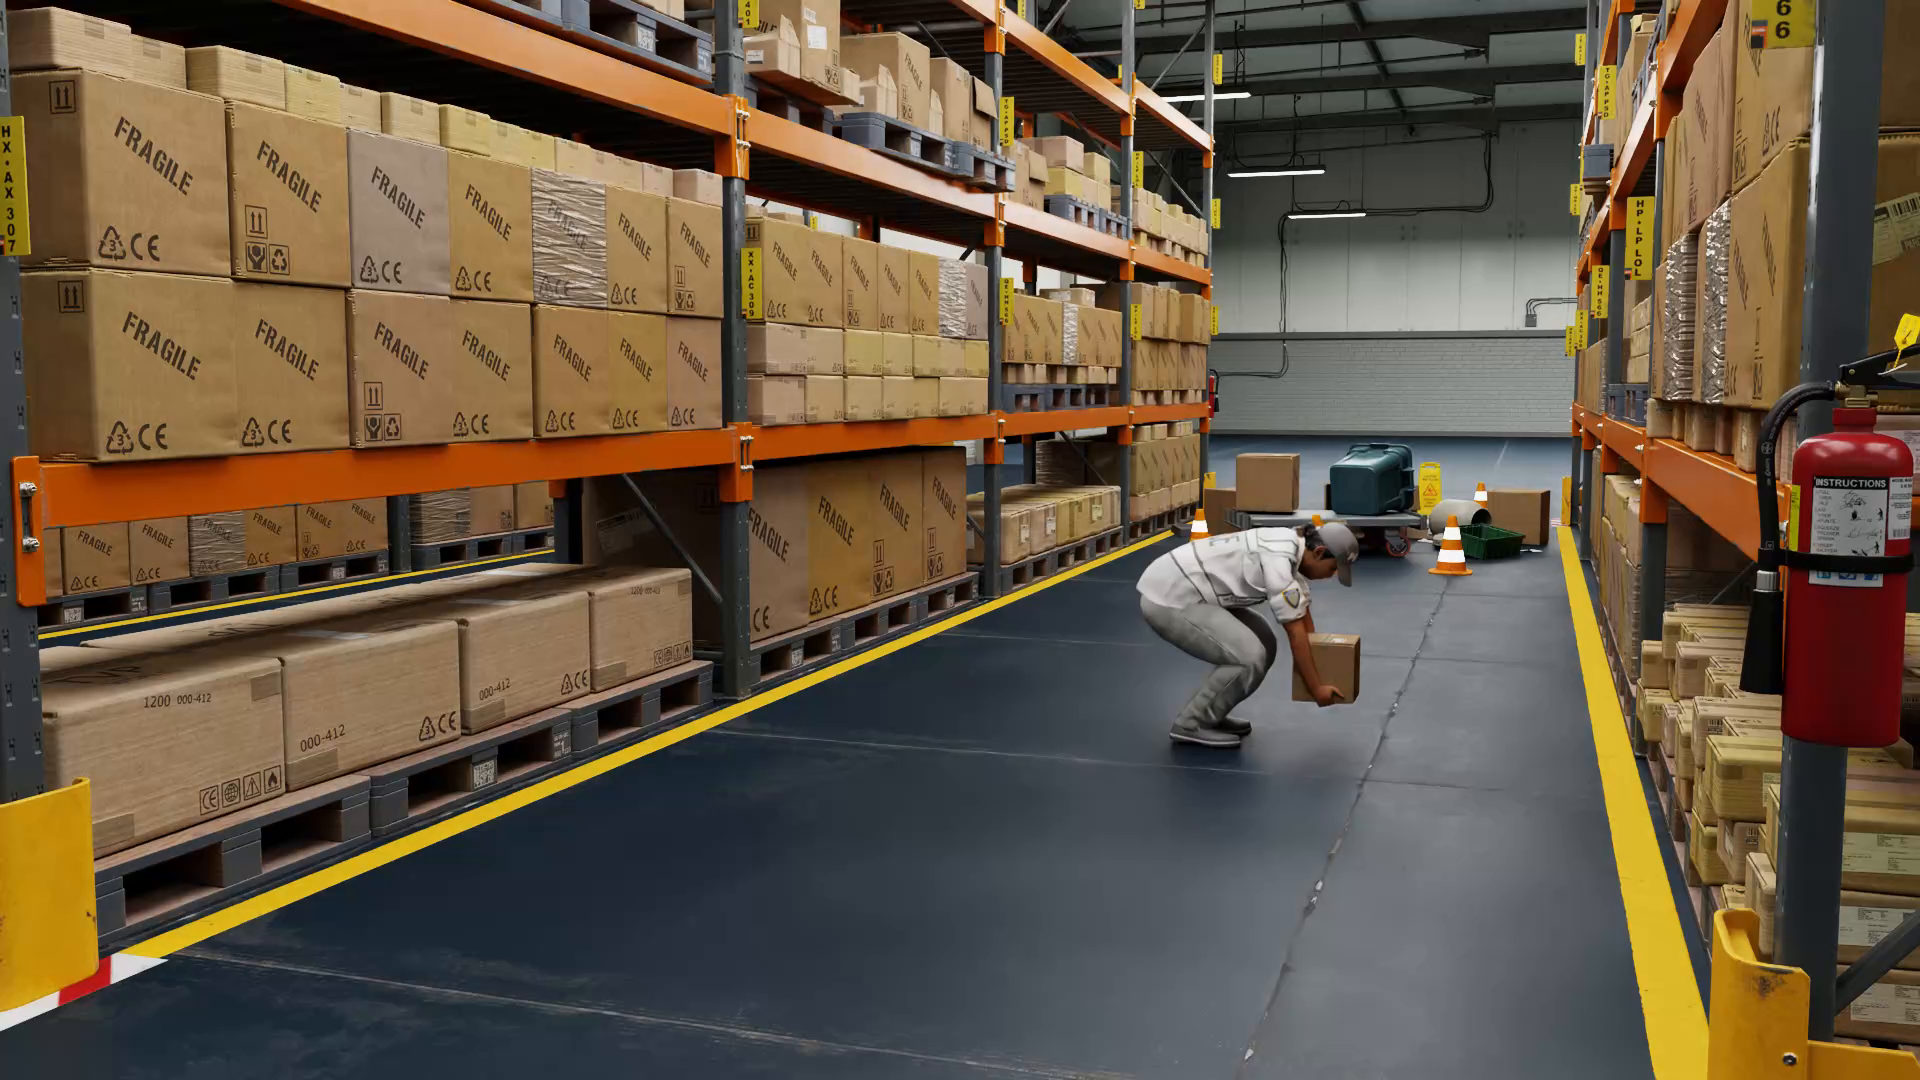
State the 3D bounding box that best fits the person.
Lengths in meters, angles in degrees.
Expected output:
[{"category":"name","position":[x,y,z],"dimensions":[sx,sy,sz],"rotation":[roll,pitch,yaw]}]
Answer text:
[{"category":"person","position":[1.209,0.387,7.030],"dimensions":[0.915,0.940,0.521],"rotation":[2,6,17]}]
